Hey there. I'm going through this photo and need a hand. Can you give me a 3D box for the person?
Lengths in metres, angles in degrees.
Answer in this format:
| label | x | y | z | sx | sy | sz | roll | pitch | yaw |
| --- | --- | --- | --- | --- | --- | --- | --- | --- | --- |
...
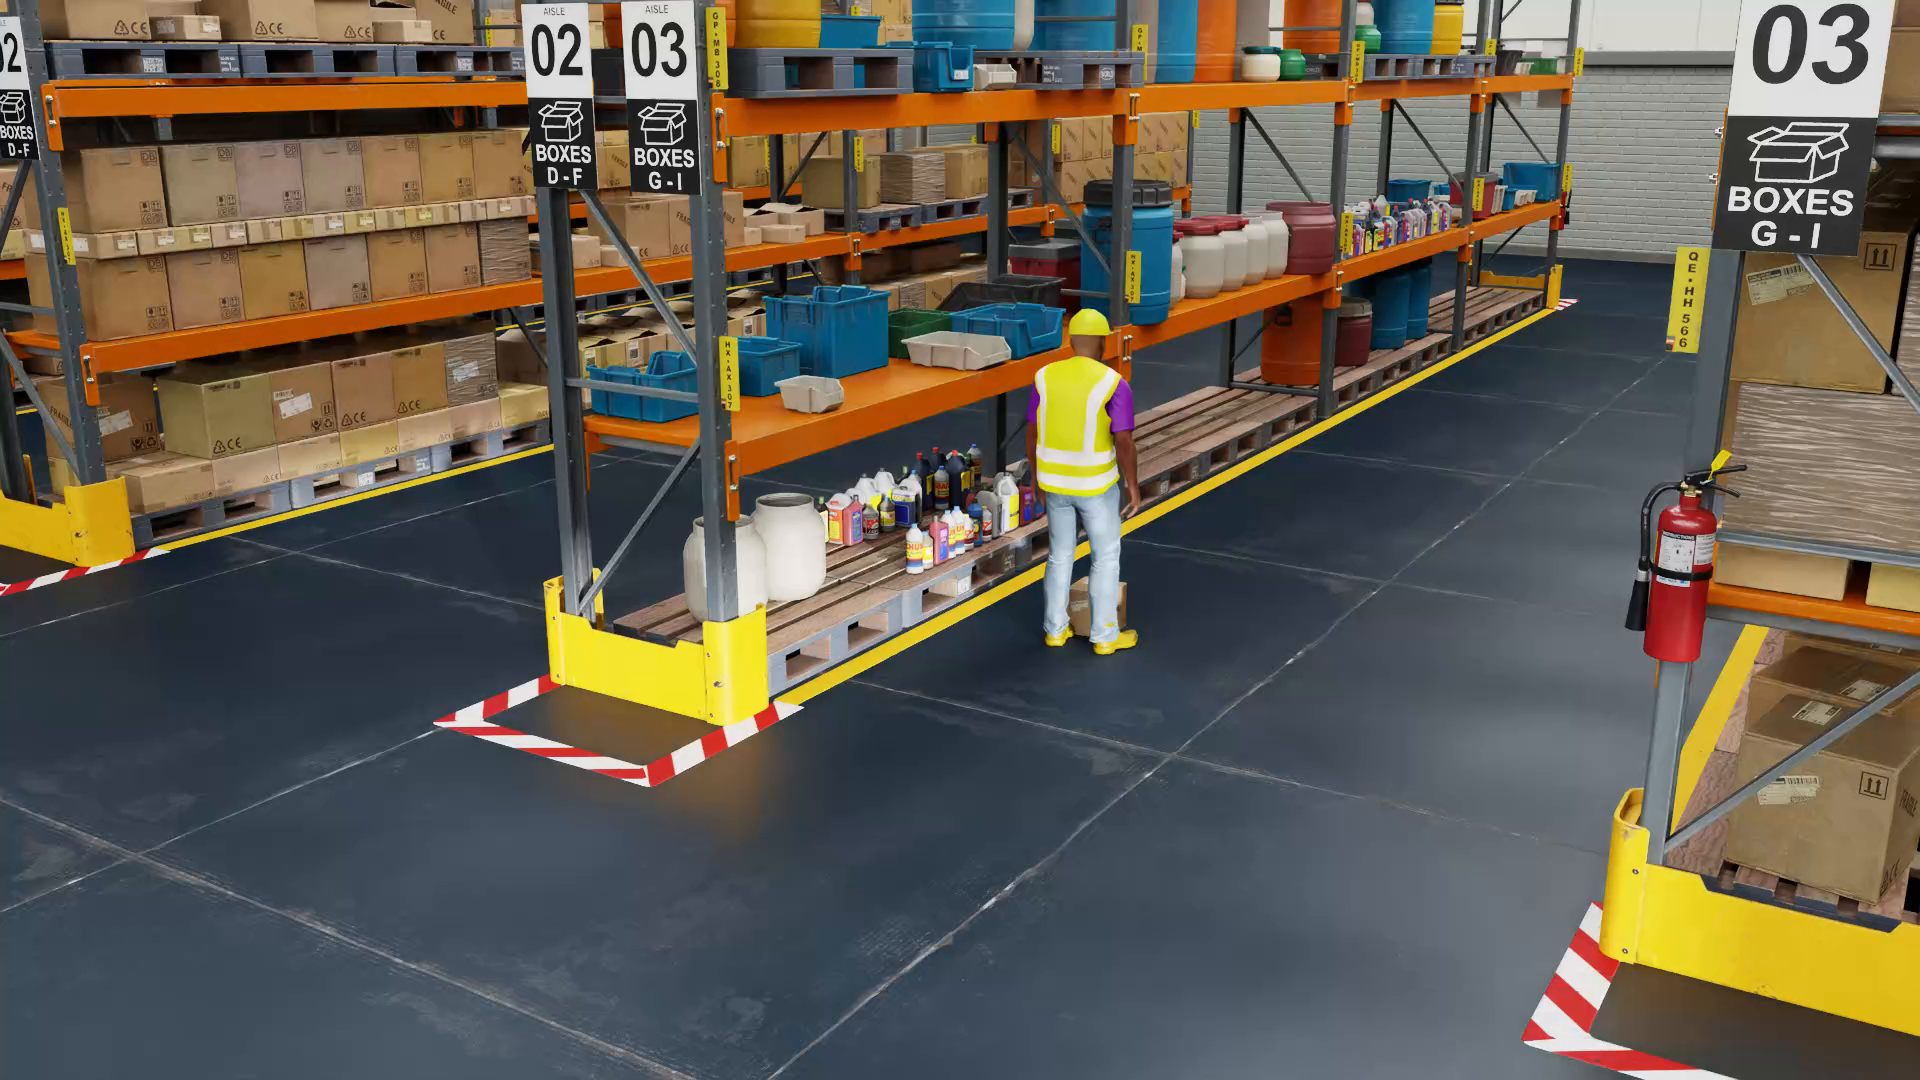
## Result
| label | x | y | z | sx | sy | sz | roll | pitch | yaw |
| --- | --- | --- | --- | --- | --- | --- | --- | --- | --- |
| person | 0.636 | -0.304 | 8.554 | 0.627 | 1.761 | 0.459 | 10 | 19 | 30 |
